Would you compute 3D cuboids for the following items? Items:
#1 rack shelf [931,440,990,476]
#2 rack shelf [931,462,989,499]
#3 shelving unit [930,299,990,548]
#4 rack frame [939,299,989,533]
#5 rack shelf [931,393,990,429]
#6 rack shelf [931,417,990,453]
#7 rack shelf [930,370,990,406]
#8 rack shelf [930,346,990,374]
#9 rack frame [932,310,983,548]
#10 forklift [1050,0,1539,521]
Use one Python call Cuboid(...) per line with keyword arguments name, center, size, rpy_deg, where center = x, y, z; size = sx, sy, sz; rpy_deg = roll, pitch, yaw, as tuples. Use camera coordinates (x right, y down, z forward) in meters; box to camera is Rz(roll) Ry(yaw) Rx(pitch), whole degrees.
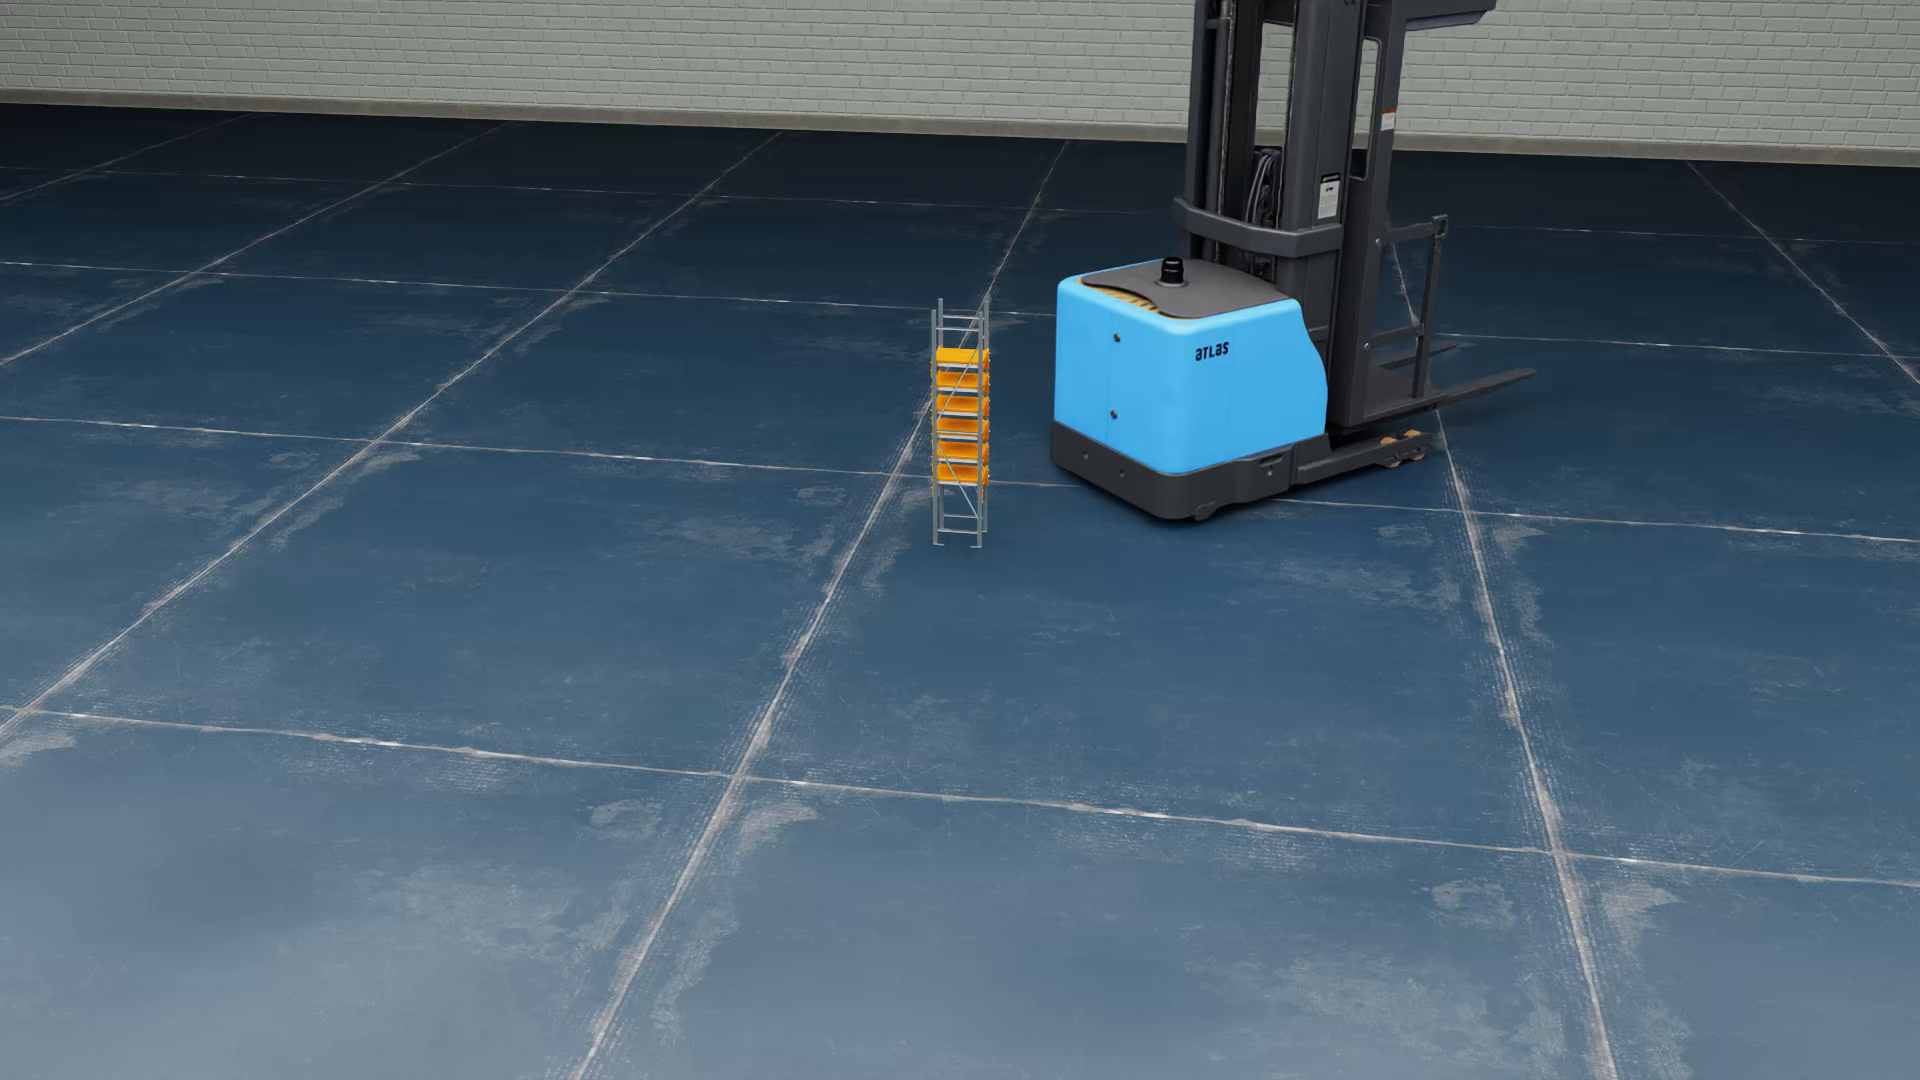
Cuboid(name="rack shelf", center=(0.002, -0.401, 8.078), size=(0.258, 0.103, 0.180), rpy_deg=(4, 25, 9))
Cuboid(name="rack shelf", center=(0.002, -0.292, 8.129), size=(0.258, 0.103, 0.180), rpy_deg=(4, 25, 9))
Cuboid(name="shelving unit", center=(0.002, -0.549, 8.009), size=(0.258, 1.200, 0.189), rpy_deg=(4, 25, 9))
Cuboid(name="rack frame", center=(0.017, -0.588, 8.090), size=(0.240, 1.200, 0.006), rpy_deg=(4, 25, 9))
Cuboid(name="rack shelf", center=(0.002, -0.618, 7.977), size=(0.258, 0.103, 0.180), rpy_deg=(4, 25, 9))
Cuboid(name="rack shelf", center=(0.002, -0.509, 8.027), size=(0.258, 0.103, 0.180), rpy_deg=(4, 25, 9))
Cuboid(name="rack shelf", center=(0.002, -0.727, 7.926), size=(0.258, 0.103, 0.180), rpy_deg=(4, 25, 9))
Cuboid(name="rack shelf", center=(0.002, -0.835, 7.875), size=(0.258, 0.103, 0.180), rpy_deg=(4, 25, 9))
Cuboid(name="rack frame", center=(-0.013, -0.511, 7.927), size=(0.240, 1.200, 0.006), rpy_deg=(4, 25, 9))
Cuboid(name="forklift", center=(1.997, -1.890, 8.830), size=(3.031, 2.935, 1.130), rpy_deg=(-16, 29, -30))
